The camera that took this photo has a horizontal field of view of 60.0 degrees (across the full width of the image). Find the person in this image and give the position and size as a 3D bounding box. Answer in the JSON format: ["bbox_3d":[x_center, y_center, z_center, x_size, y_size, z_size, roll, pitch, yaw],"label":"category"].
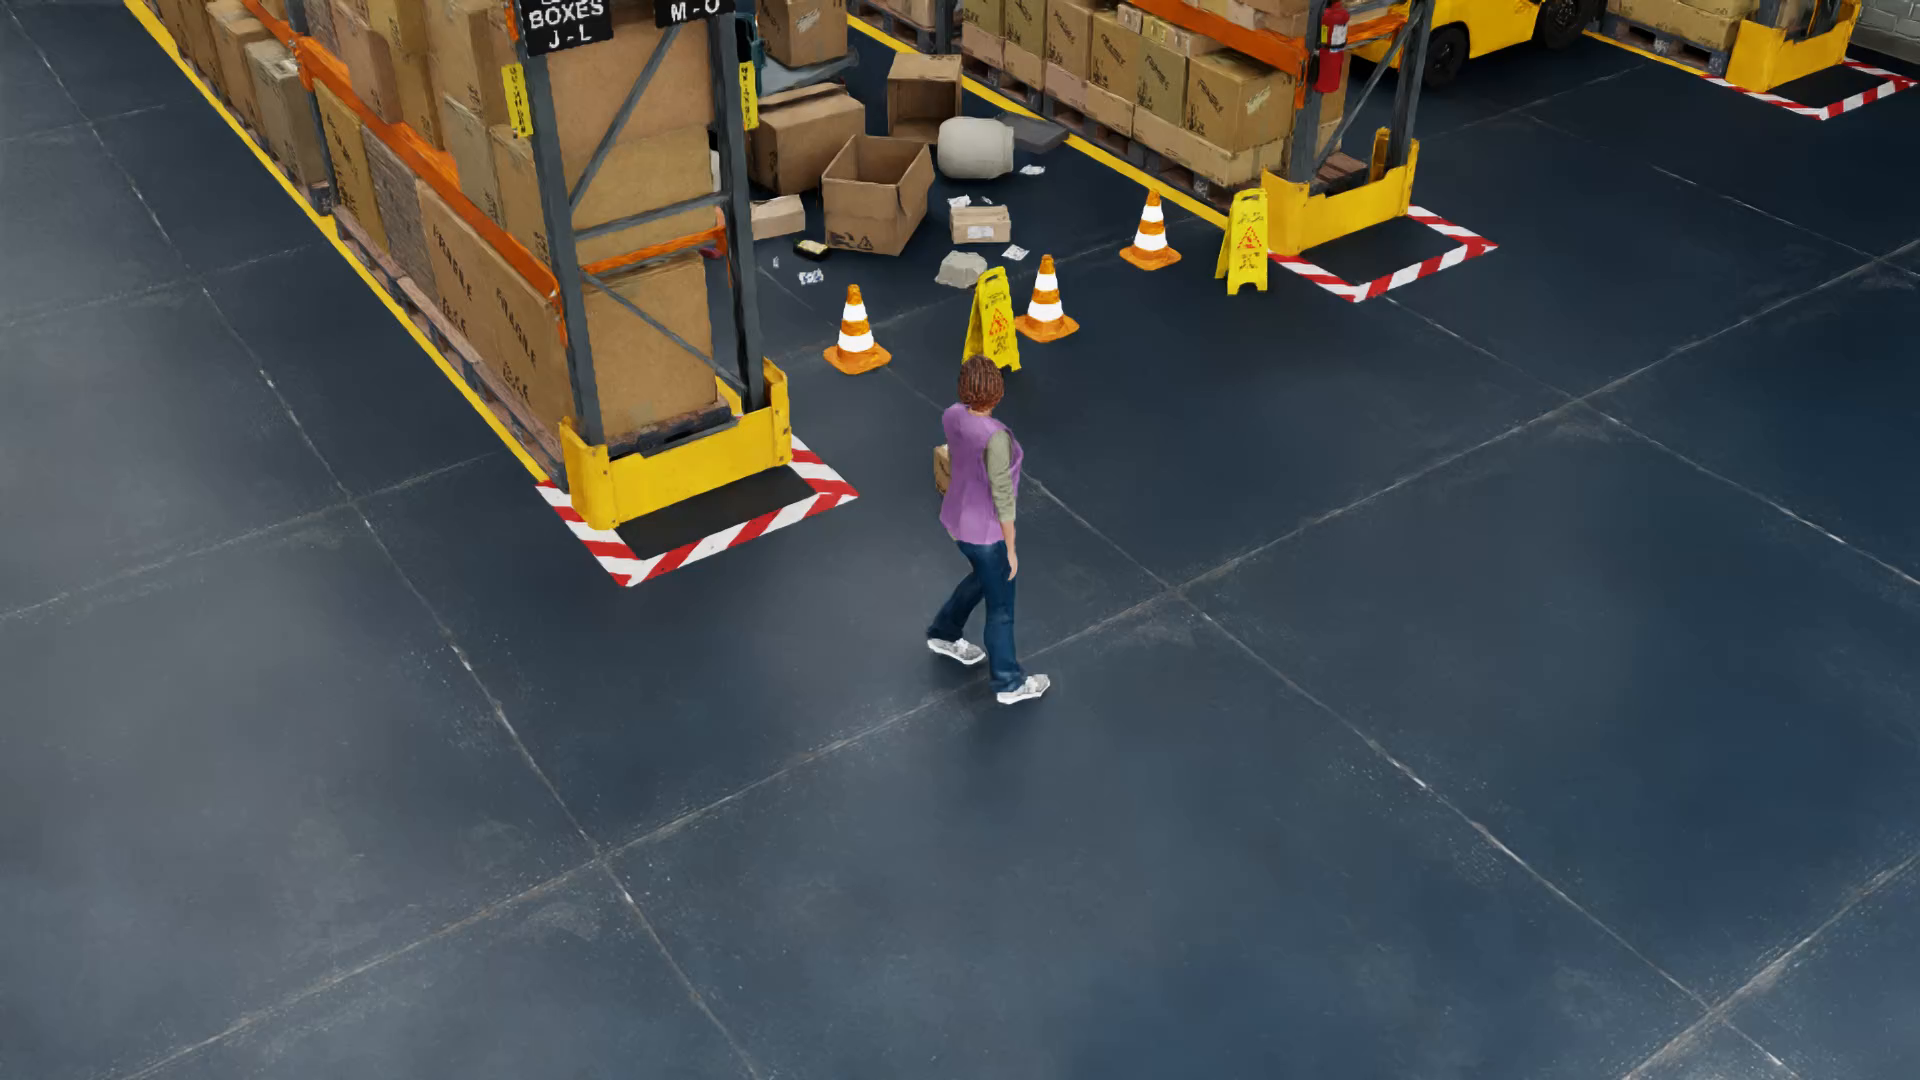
[{"bbox_3d":[0.122,-0.035,7.077,0.442,1.559,0.544,-14,39,-18],"label":"person"}]
